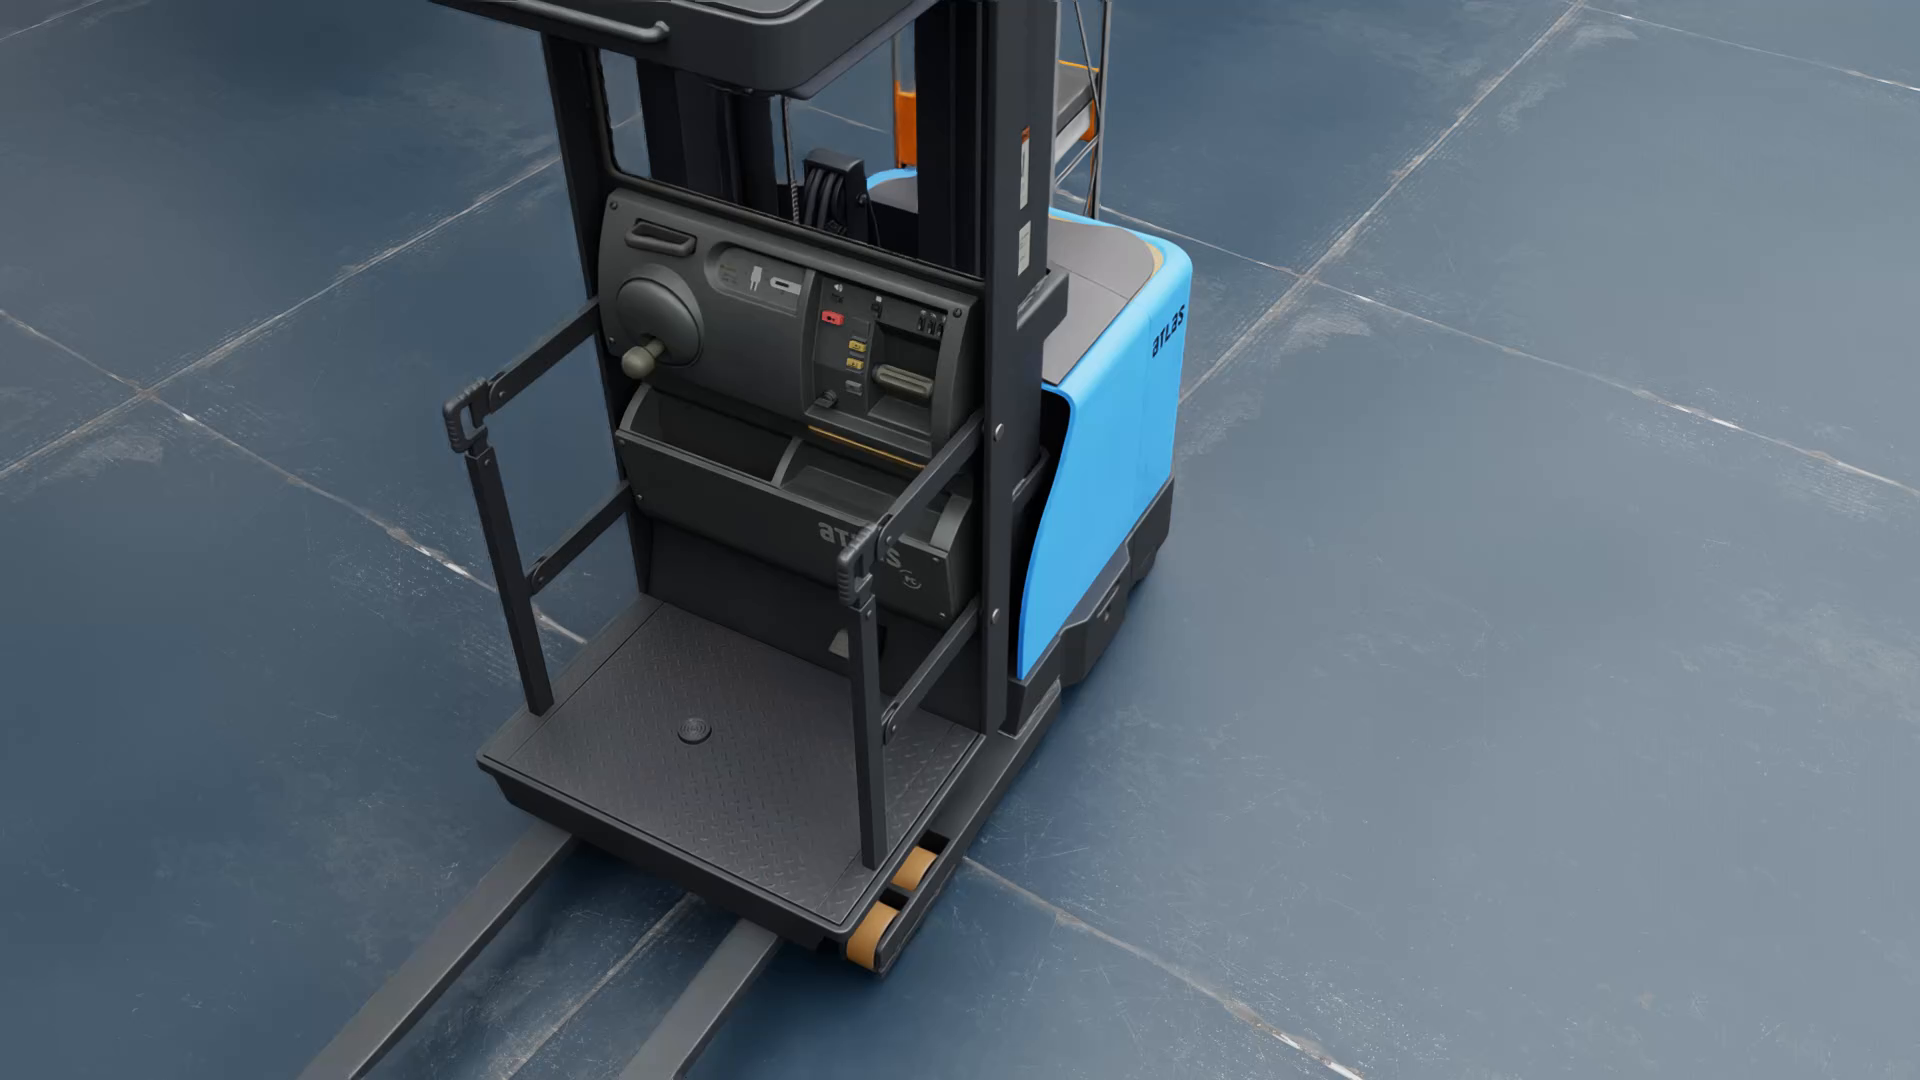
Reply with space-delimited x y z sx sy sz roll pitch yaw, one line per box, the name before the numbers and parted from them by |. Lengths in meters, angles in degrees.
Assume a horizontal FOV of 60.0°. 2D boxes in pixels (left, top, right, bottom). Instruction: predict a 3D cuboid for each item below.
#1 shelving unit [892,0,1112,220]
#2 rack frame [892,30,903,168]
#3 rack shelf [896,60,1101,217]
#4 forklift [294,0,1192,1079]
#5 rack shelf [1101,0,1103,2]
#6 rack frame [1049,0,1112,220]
shelving unit | 0.121 -1.185 5.000 0.503 2.100 0.431 19 45 20
rack frame | -0.096 -1.259 5.082 0.015 2.100 0.400 19 45 20
rack shelf | 0.121 -1.175 5.009 0.480 0.518 0.431 19 45 20
forklift | -0.503 -0.392 3.490 1.130 2.935 3.031 20 46 21
rack shelf | 0.121 -1.696 4.542 0.480 0.518 0.431 19 45 20
rack frame | 0.339 -1.111 4.917 0.015 2.100 0.400 19 45 20
